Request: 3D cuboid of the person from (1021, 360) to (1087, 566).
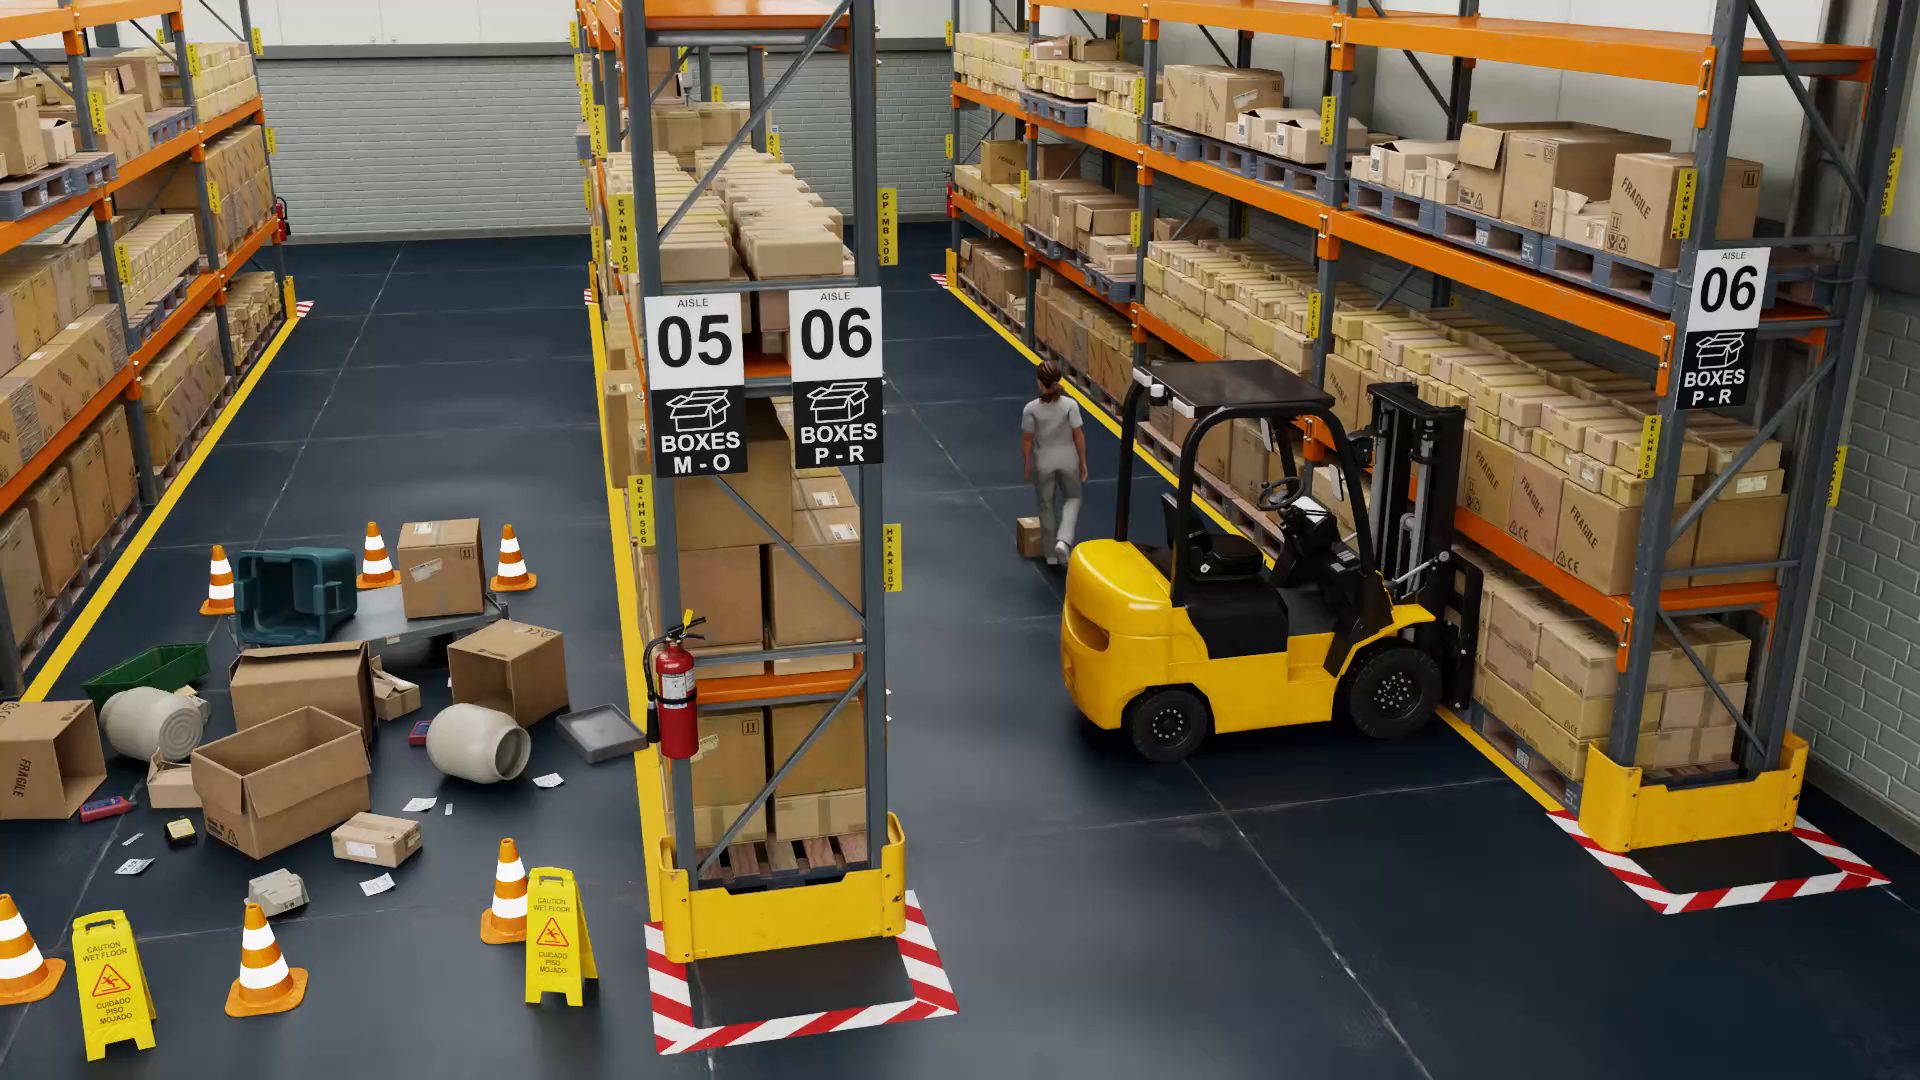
[{"bbox_3d":[0.711,-0.580,12.659,0.508,1.664,0.616,0,20,1],"label":"person"}]
